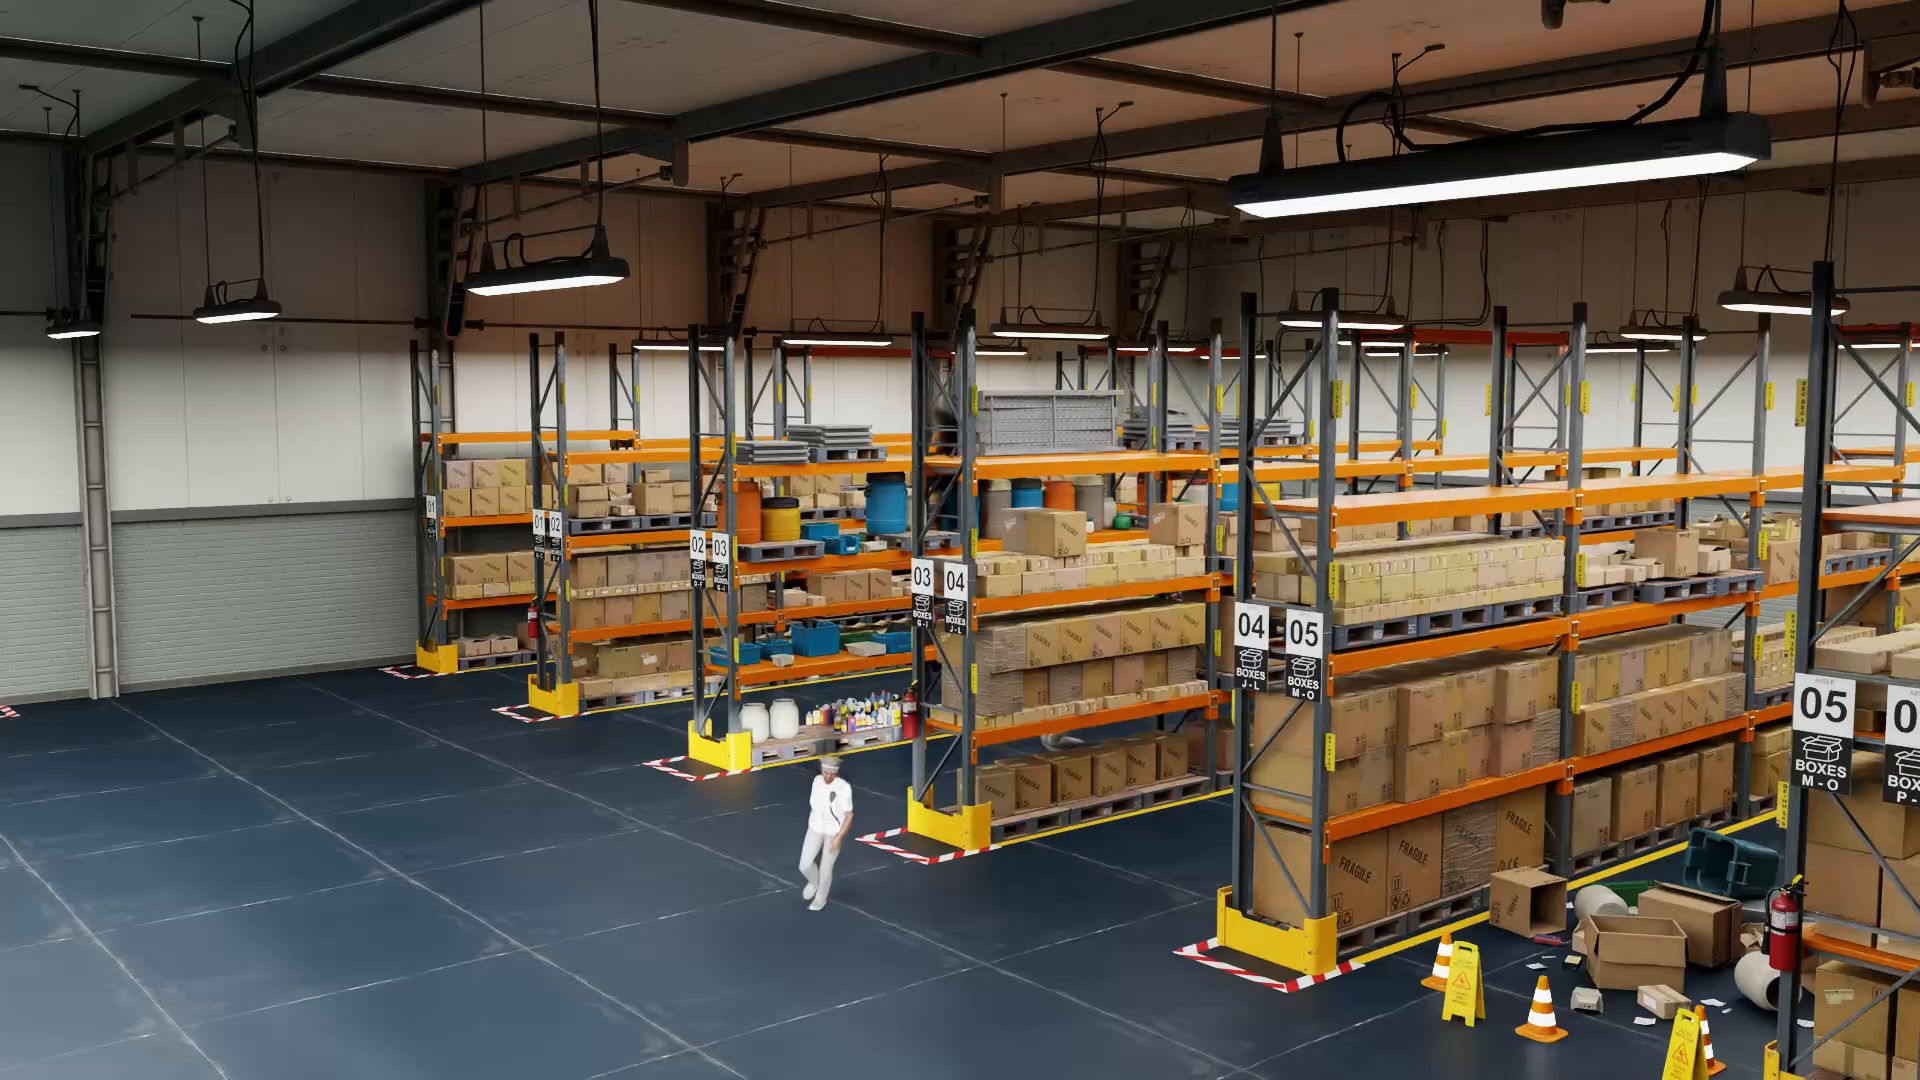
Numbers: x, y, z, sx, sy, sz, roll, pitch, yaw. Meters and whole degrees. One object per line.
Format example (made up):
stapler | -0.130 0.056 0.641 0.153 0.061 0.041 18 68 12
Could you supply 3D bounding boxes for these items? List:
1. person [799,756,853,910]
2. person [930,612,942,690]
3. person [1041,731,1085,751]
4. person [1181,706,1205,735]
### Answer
person | -1.302 2.864 16.297 0.604 1.589 0.694 1 5 14
person | -0.467 1.822 27.894 0.777 1.622 0.591 -4 6 -34
person | 1.297 2.326 22.226 0.875 1.585 0.687 -3 6 -31
person | 3.530 2.048 24.693 0.861 1.705 0.560 -4 7 -39
